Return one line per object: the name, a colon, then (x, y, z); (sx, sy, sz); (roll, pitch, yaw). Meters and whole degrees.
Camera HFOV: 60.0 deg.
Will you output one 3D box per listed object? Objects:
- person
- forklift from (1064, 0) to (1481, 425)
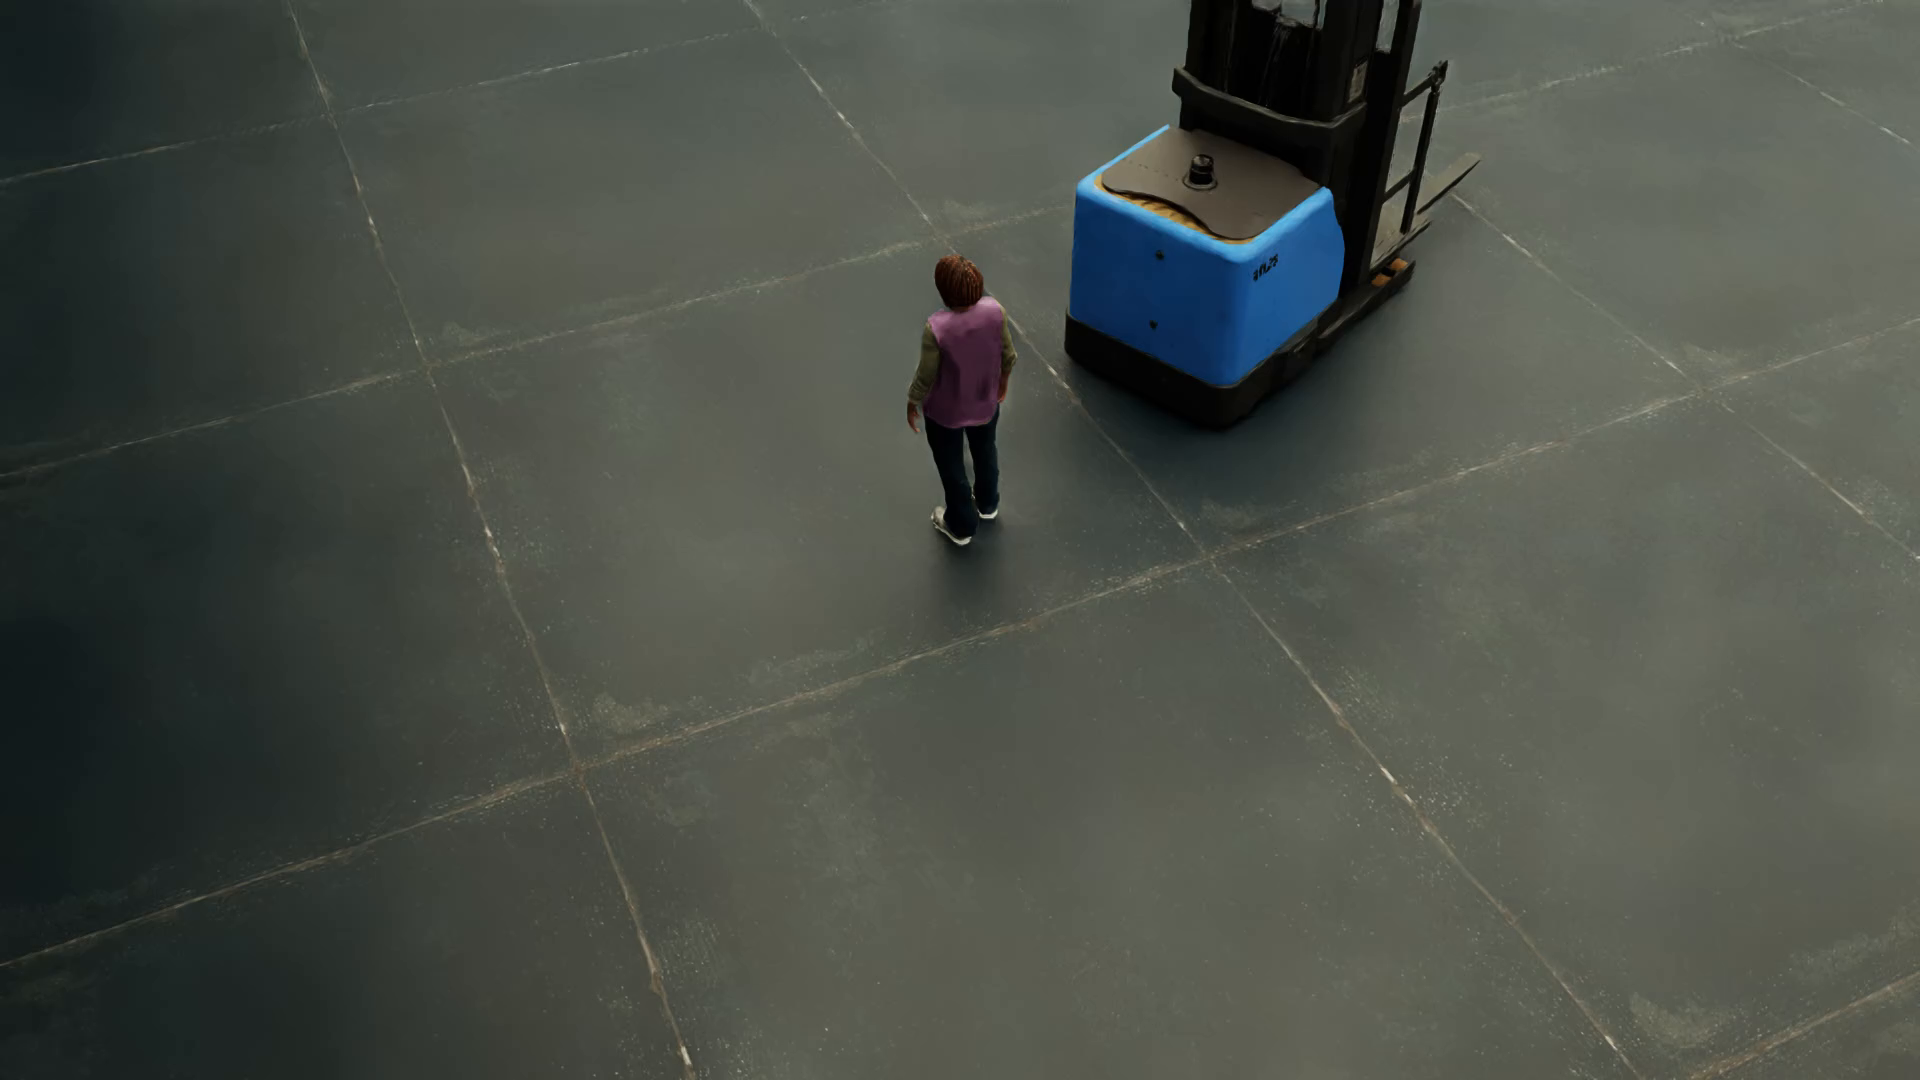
person: (-0.019, -0.639, 7.332); (0.520, 1.597, 0.474); (-18, 46, -18)
forklift: (1.892, -2.582, 8.446); (1.130, 2.935, 3.031); (30, 51, 28)
